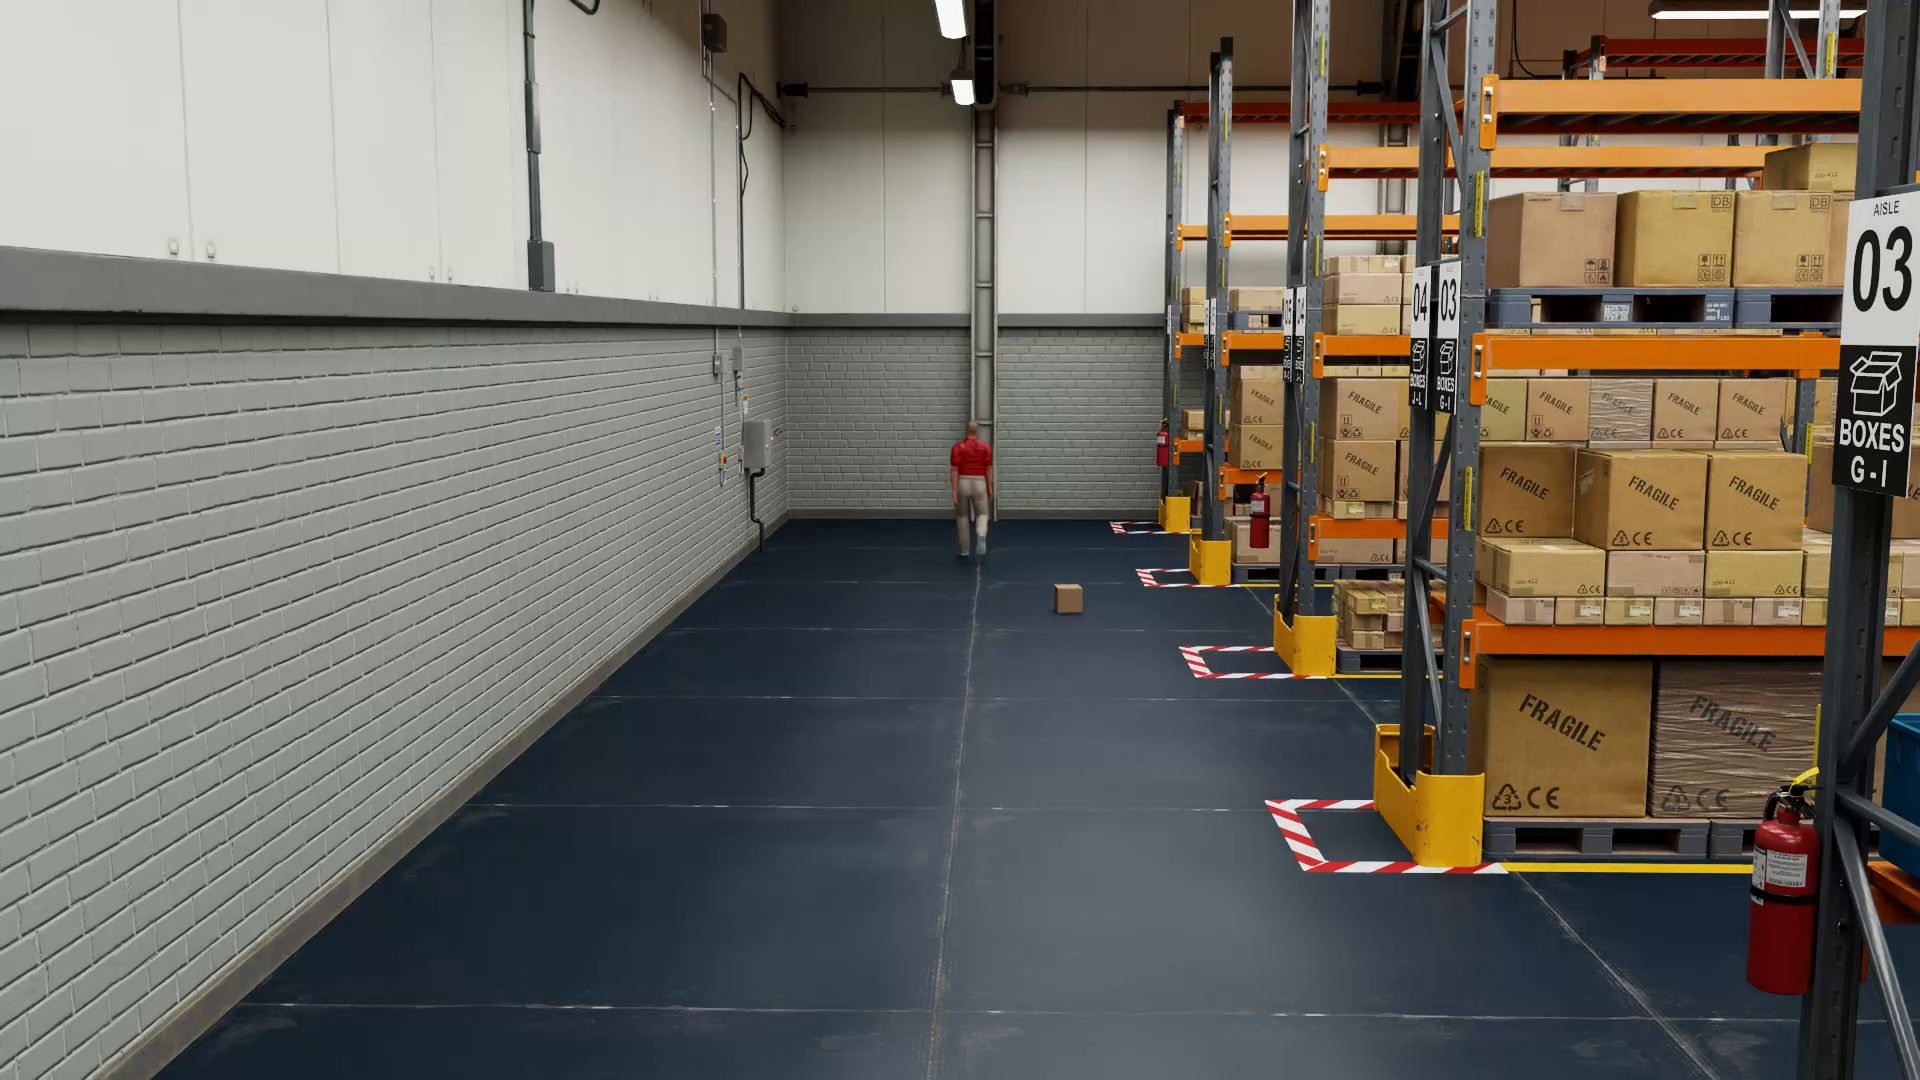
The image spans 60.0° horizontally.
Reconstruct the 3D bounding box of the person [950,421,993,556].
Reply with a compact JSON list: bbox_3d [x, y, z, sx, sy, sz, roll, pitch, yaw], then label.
[{"bbox_3d":[0.145,-0.635,20.768,0.533,1.699,0.723,0,7,-2],"label":"person"}]
